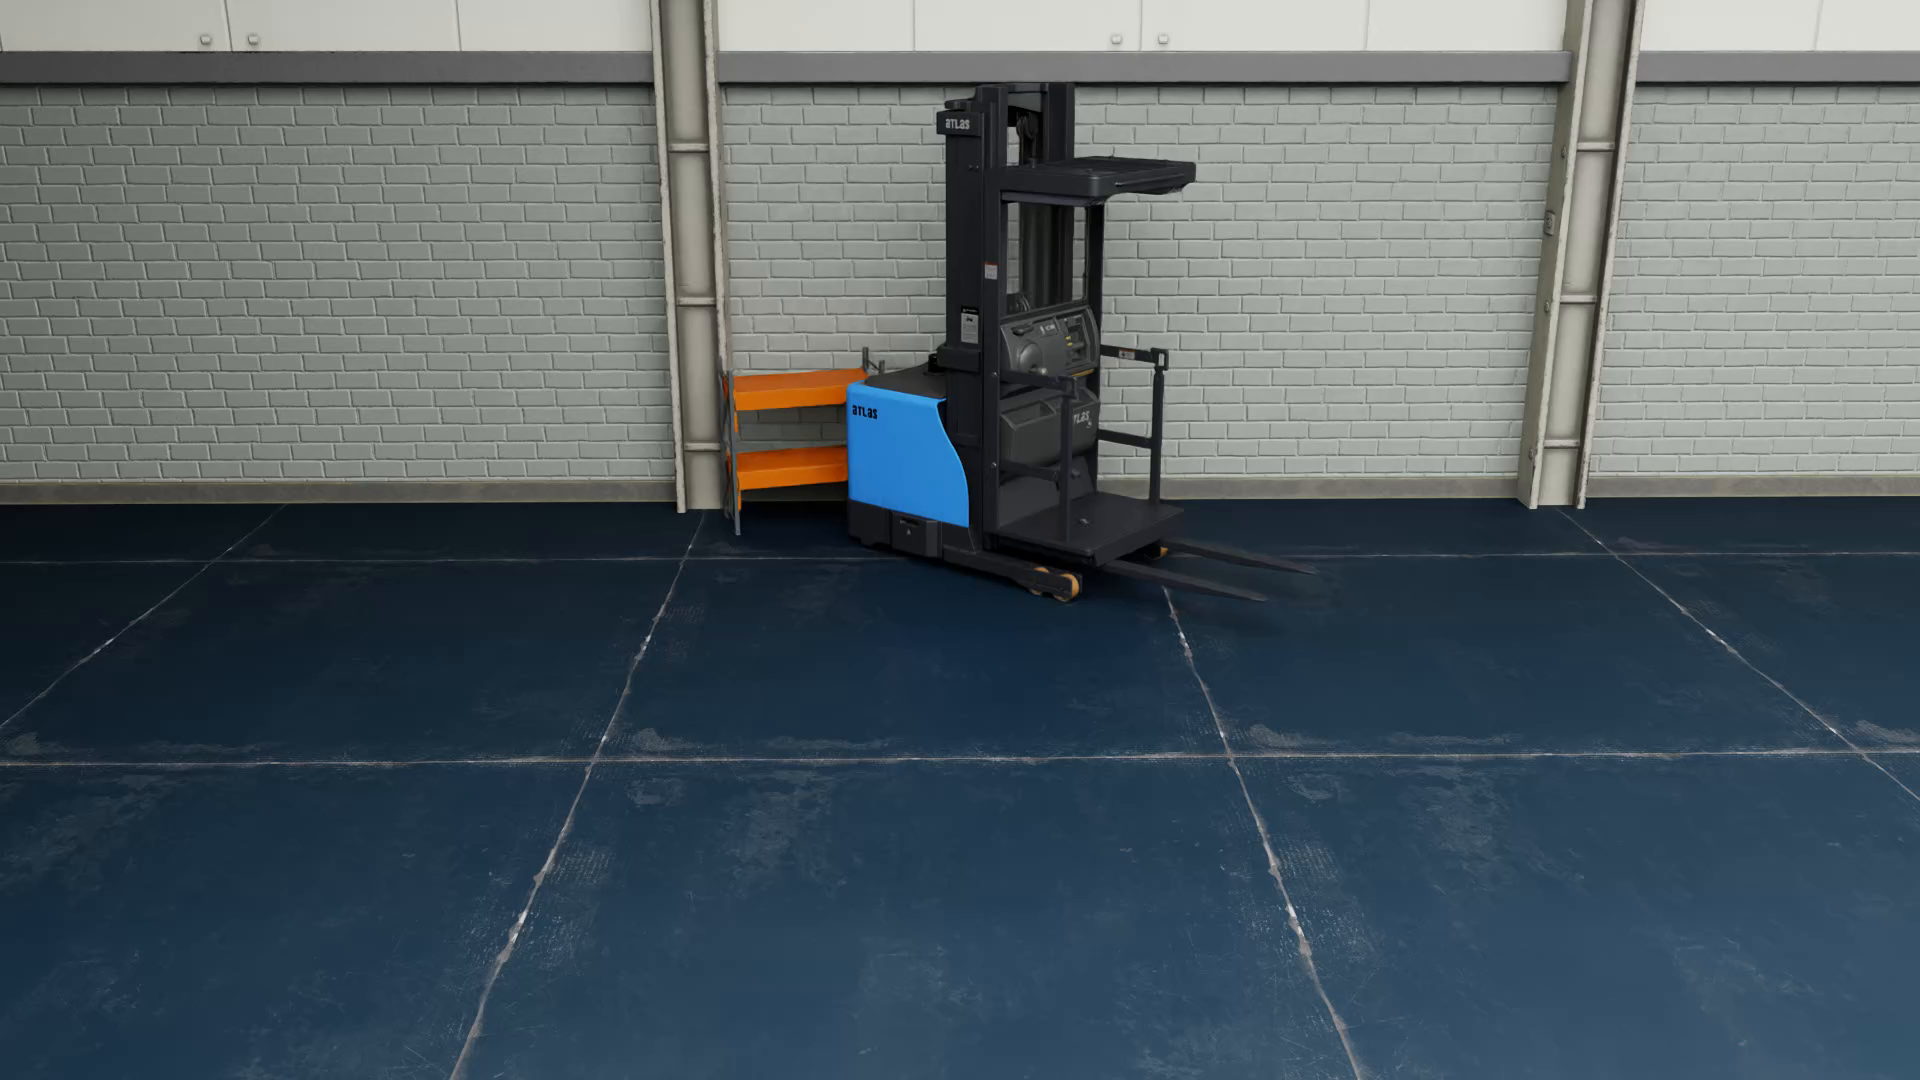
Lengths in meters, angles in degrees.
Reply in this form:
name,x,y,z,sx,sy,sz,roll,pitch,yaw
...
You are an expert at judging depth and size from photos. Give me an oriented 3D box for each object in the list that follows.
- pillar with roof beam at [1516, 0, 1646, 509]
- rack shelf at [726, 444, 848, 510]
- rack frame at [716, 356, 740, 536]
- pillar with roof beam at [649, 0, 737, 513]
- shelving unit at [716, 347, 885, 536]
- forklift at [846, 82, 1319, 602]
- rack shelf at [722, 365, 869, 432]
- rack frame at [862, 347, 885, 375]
name,x,y,z,sx,sy,sz,roll,pitch,yaw
pillar with roof beam,4.281,-3.239,6.413,0.400,9.000,9.100,0,18,-1
rack shelf,-1.073,-0.451,11.402,1.000,0.278,0.538,-6,19,-16
rack frame,-1.559,-0.636,11.184,0.032,1.125,0.500,-6,19,-16
pillar with roof beam,-1.718,-3.210,6.322,0.400,9.000,9.100,0,18,-1
shelving unit,-1.074,-0.684,11.326,1.048,1.125,0.538,-6,19,-16
forklift,0.718,-1.212,10.028,3.031,2.935,1.130,14,22,36
rack shelf,-1.074,-0.962,11.234,1.000,0.278,0.538,-6,19,-16
rack frame,-0.588,-0.731,11.467,0.032,1.125,0.500,-6,19,-16
